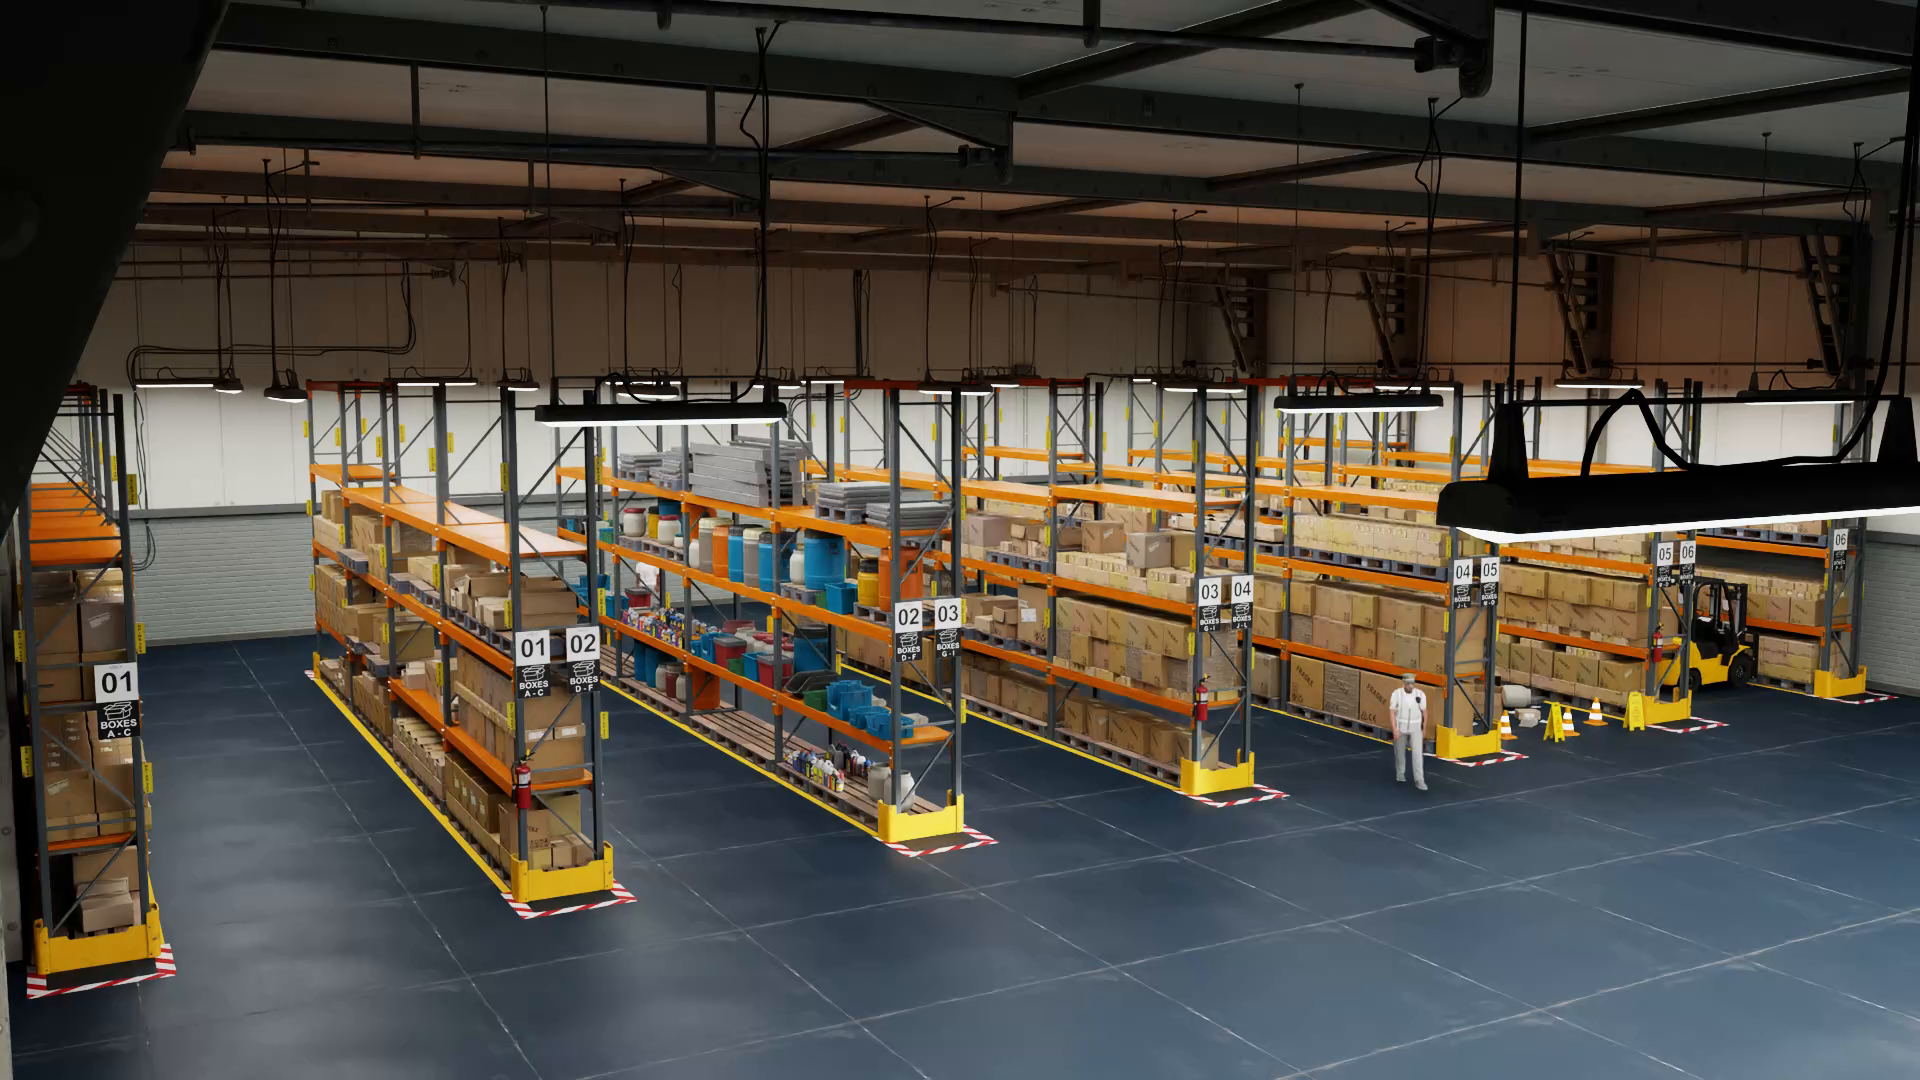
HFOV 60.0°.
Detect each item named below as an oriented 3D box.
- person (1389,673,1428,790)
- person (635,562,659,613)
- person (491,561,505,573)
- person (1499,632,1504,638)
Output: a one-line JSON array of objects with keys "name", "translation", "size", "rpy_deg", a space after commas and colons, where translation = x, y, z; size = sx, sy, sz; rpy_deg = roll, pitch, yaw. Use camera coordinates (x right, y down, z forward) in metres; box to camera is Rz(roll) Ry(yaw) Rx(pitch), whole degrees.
[{"name": "person", "translation": [6.681, 2.827, 24.775], "size": [0.559, 1.705, 1.027], "rpy_deg": [1, 6, 11]}, {"name": "person", "translation": [-7.687, 1.097, 40.973], "size": [0.555, 1.745, 0.782], "rpy_deg": [2, 7, 22]}, {"name": "person", "translation": [-10.930, 1.269, 39.401], "size": [0.993, 1.755, 0.539], "rpy_deg": [0, 6, -2]}, {"name": "person", "translation": [11.425, 1.825, 34.637], "size": [0.512, 1.674, 0.516], "rpy_deg": [-4, 7, -30]}]
